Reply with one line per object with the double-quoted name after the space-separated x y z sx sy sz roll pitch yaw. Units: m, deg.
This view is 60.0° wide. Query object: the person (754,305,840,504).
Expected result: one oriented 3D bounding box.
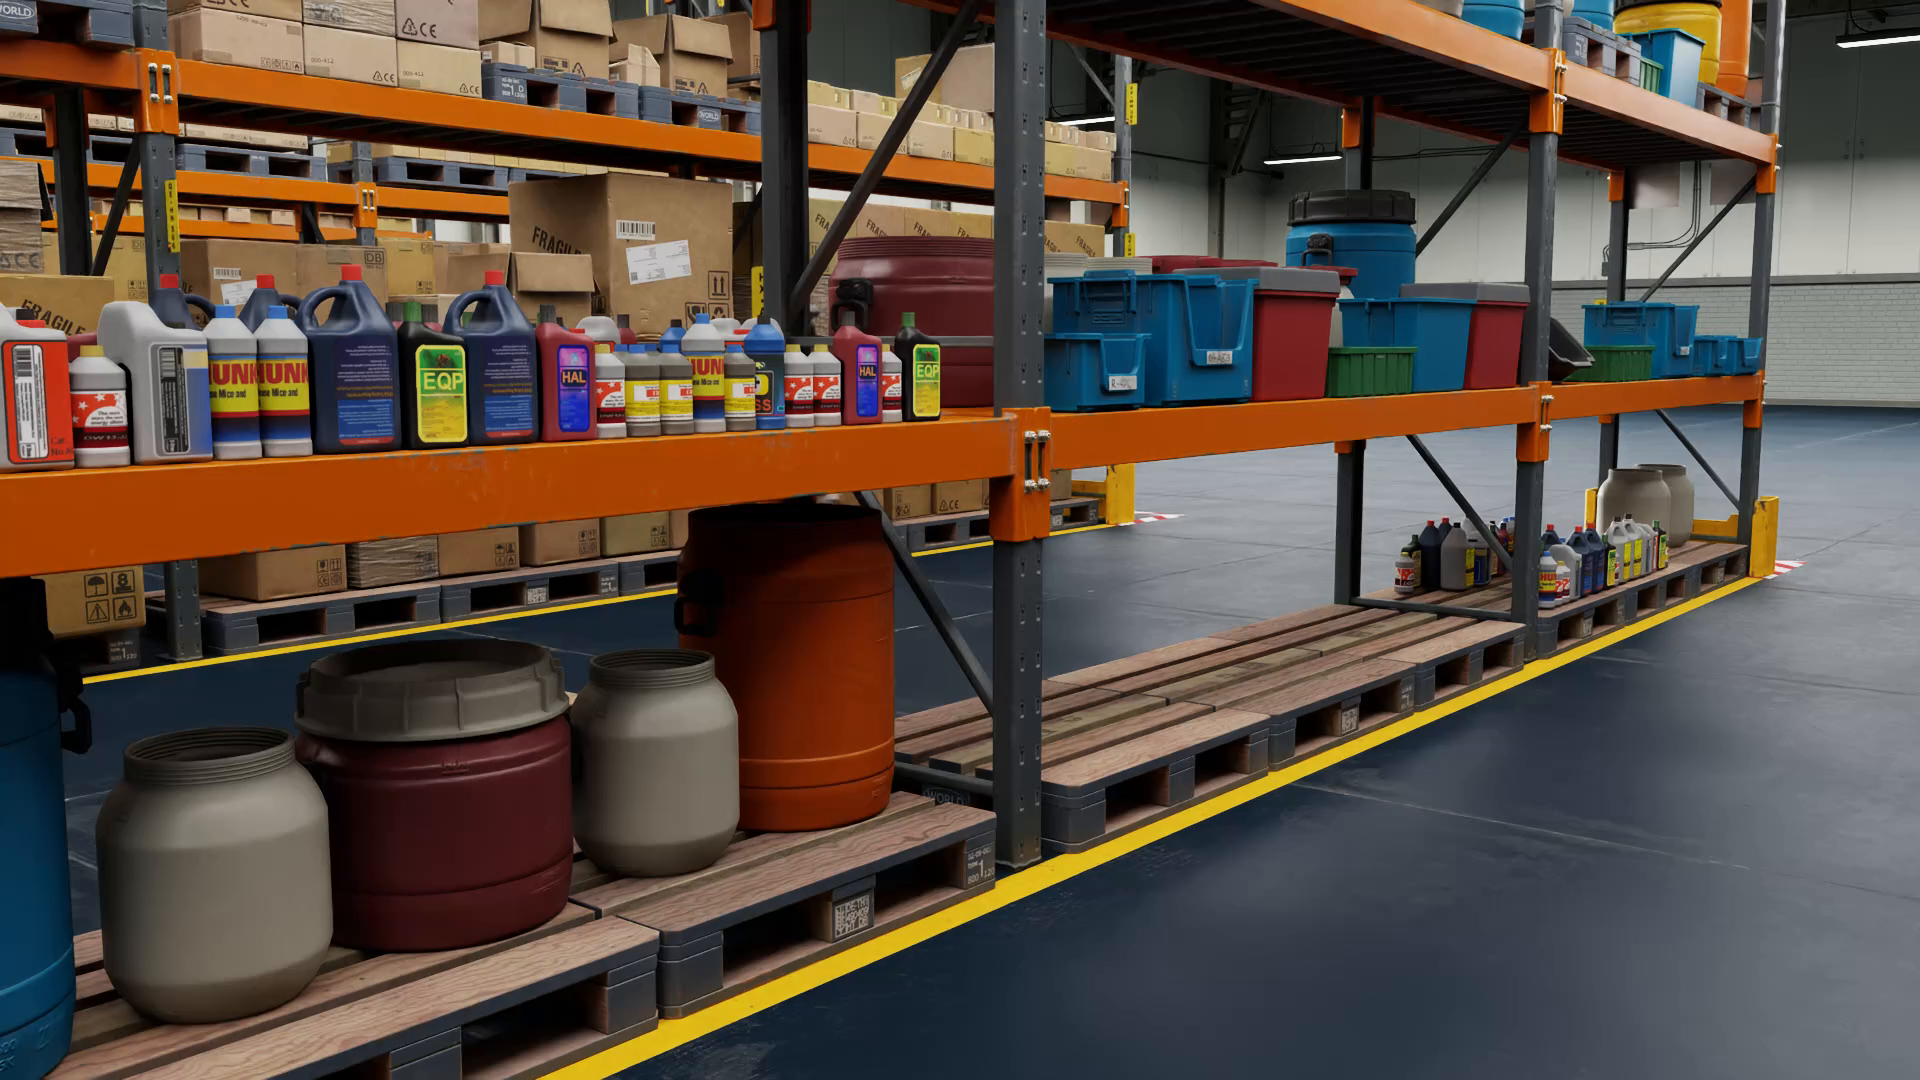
-0.550 -0.082 6.302 0.471 1.664 0.631 1 7 12 "person"
